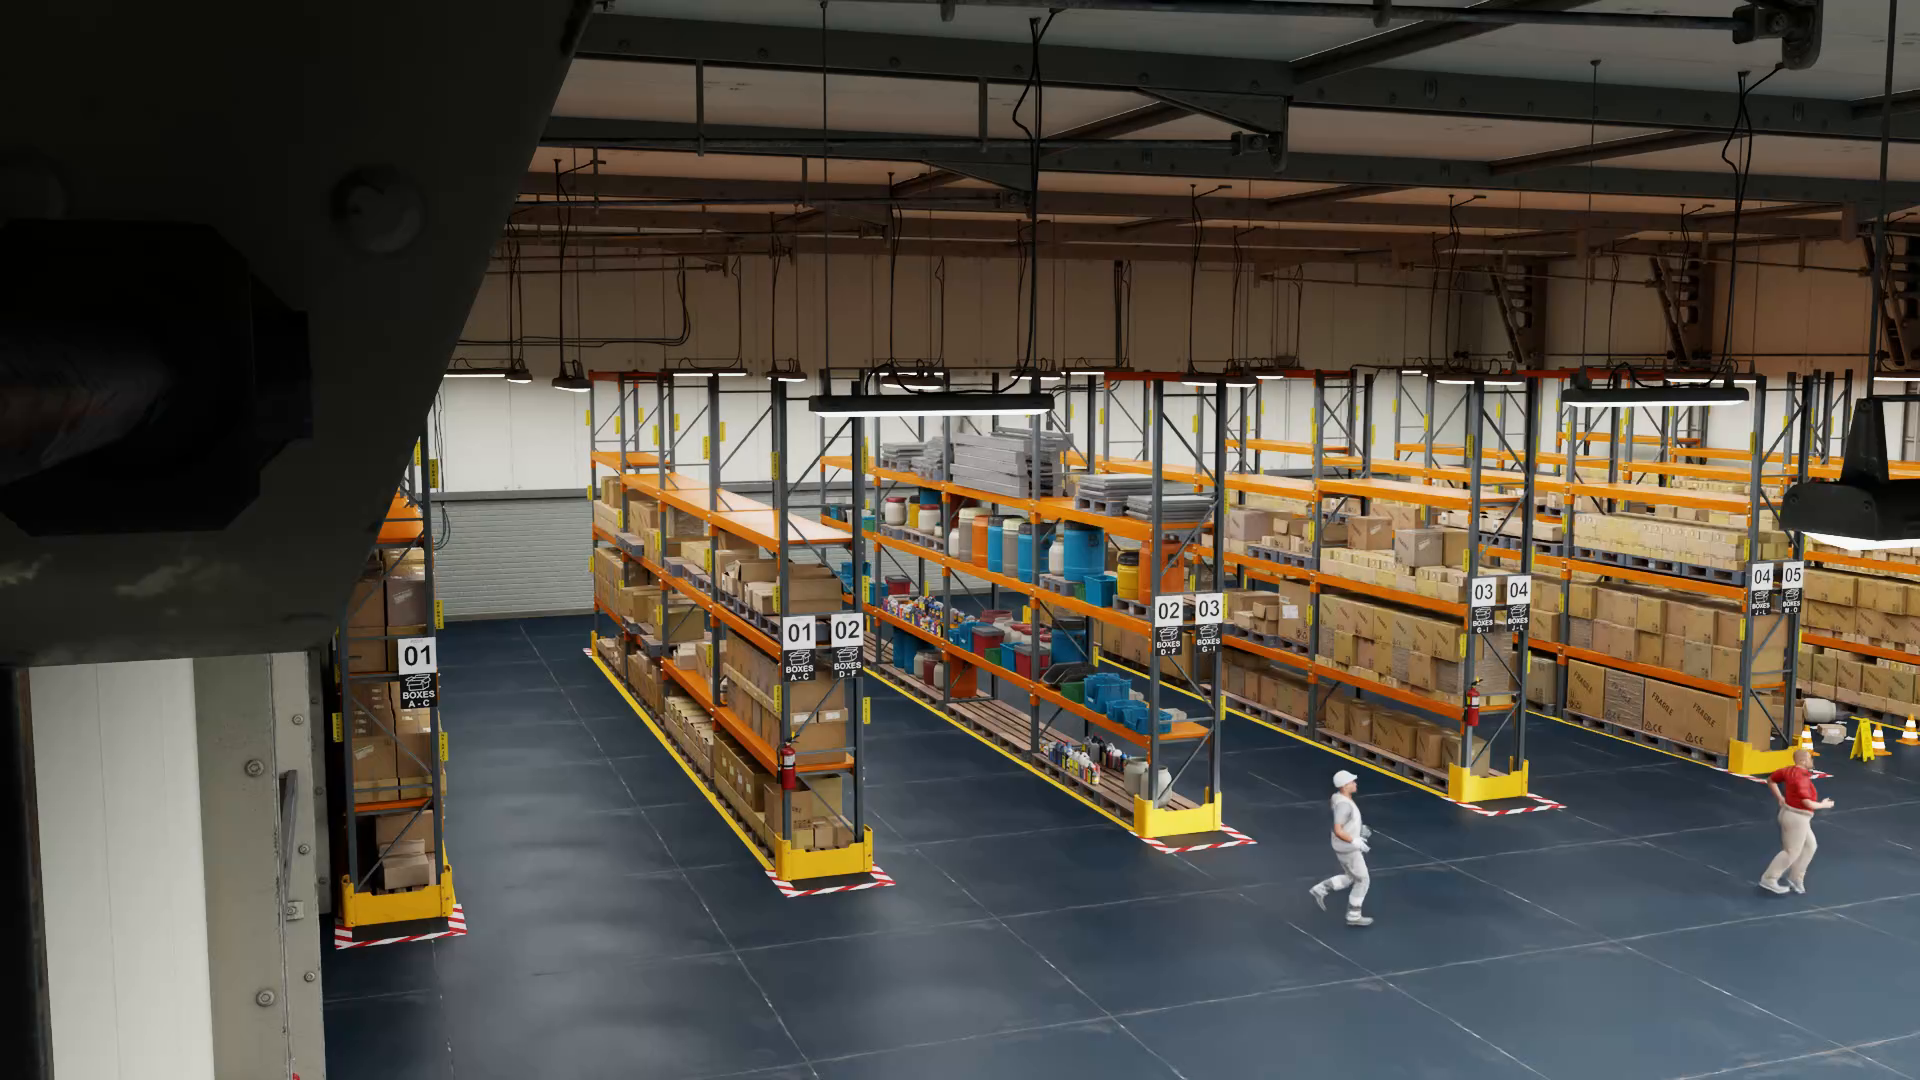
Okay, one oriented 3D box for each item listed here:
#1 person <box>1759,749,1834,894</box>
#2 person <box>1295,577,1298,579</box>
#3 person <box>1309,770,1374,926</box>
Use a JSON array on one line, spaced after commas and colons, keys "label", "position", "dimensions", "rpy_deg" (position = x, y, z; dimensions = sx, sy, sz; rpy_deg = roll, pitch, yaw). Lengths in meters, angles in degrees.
[{"label": "person", "position": [9.782, 3.337, 19.465], "dimensions": [0.769, 1.817, 0.679], "rpy_deg": [1, 6, 11]}, {"label": "person", "position": [7.081, 1.570, 34.672], "dimensions": [0.667, 1.810, 0.815], "rpy_deg": [-3, 7, -23]}, {"label": "person", "position": [4.247, 3.412, 18.441], "dimensions": [0.708, 1.742, 0.659], "rpy_deg": [1, 6, 8]}]
